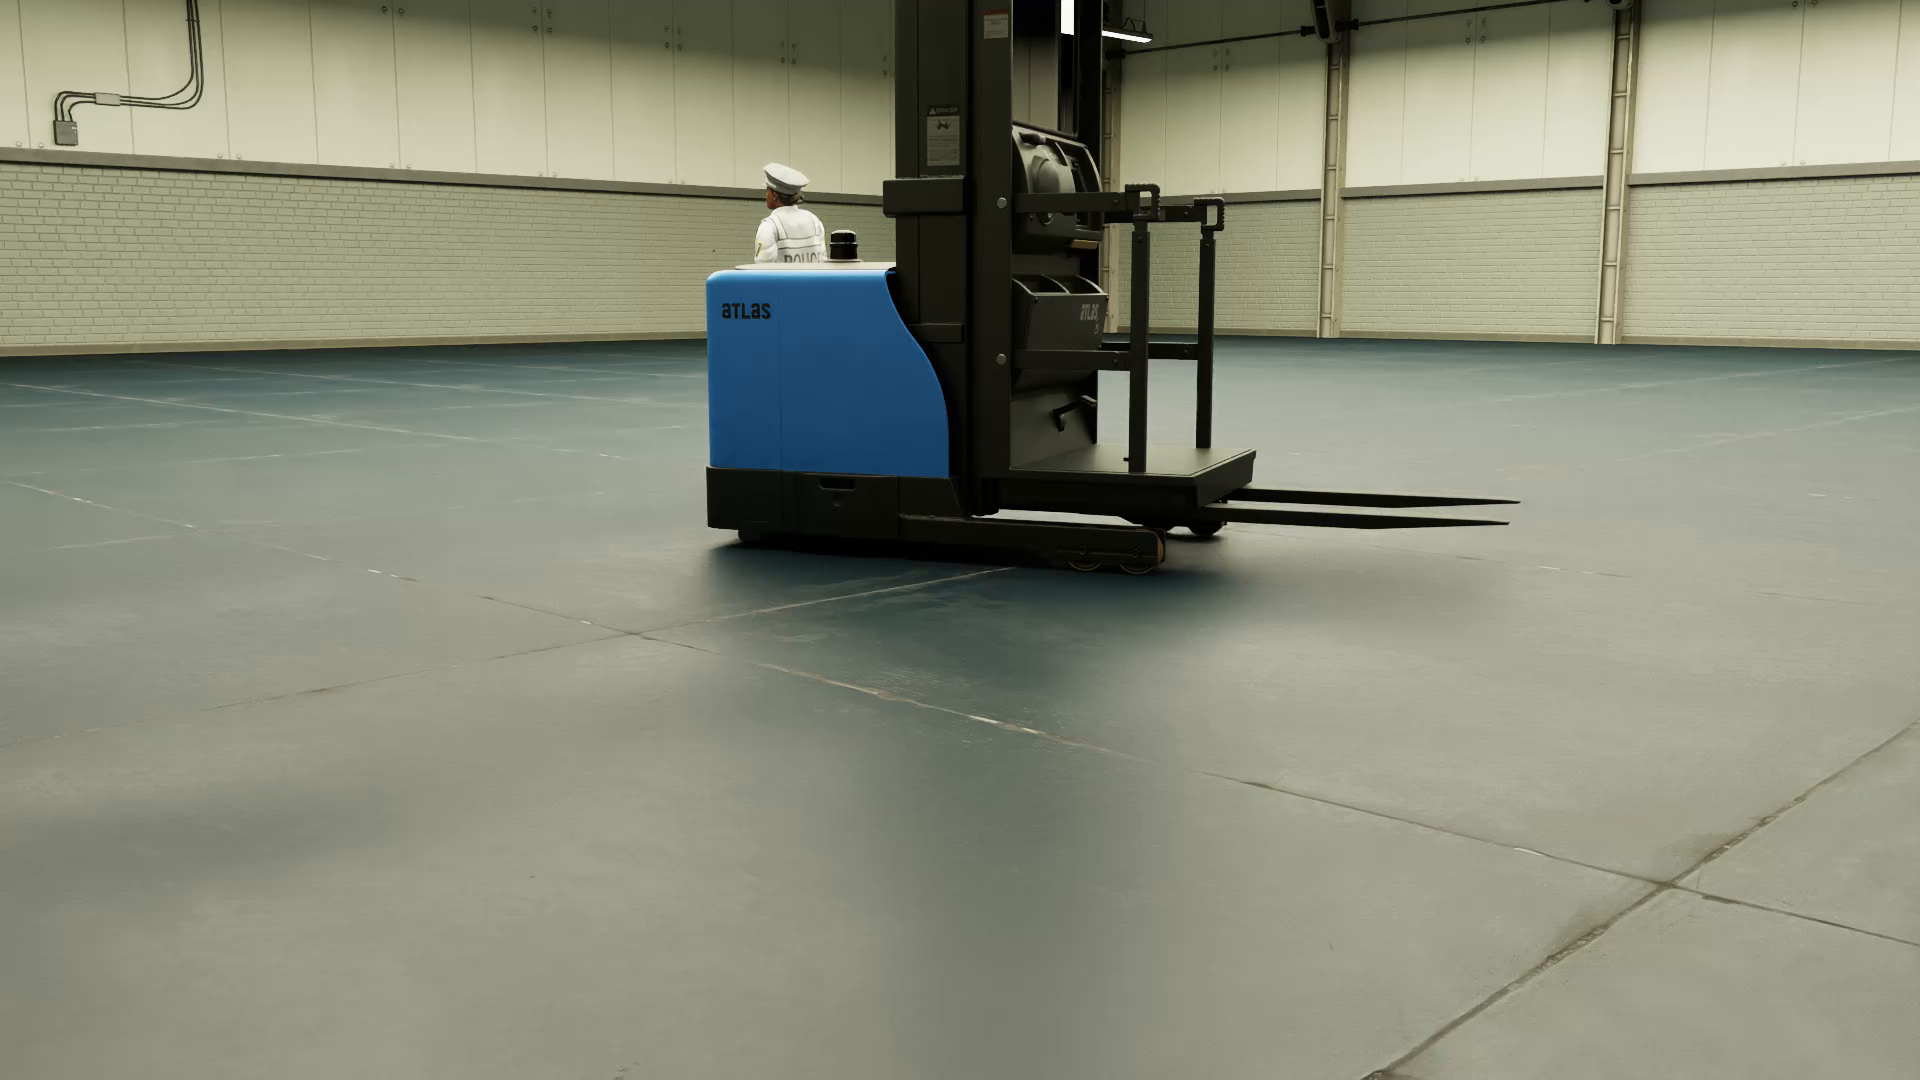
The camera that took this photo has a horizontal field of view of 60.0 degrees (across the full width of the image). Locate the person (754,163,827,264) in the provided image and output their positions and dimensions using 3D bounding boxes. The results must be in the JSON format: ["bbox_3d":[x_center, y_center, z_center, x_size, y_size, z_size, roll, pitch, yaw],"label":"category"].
[{"bbox_3d":[-1.021,-1.285,9.510,0.569,1.694,0.530,-8,12,-42],"label":"person"}]

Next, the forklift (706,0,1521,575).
[{"bbox_3d":[0.565,-1.416,6.275,3.031,2.935,1.130,3,9,22],"label":"forklift"}]
